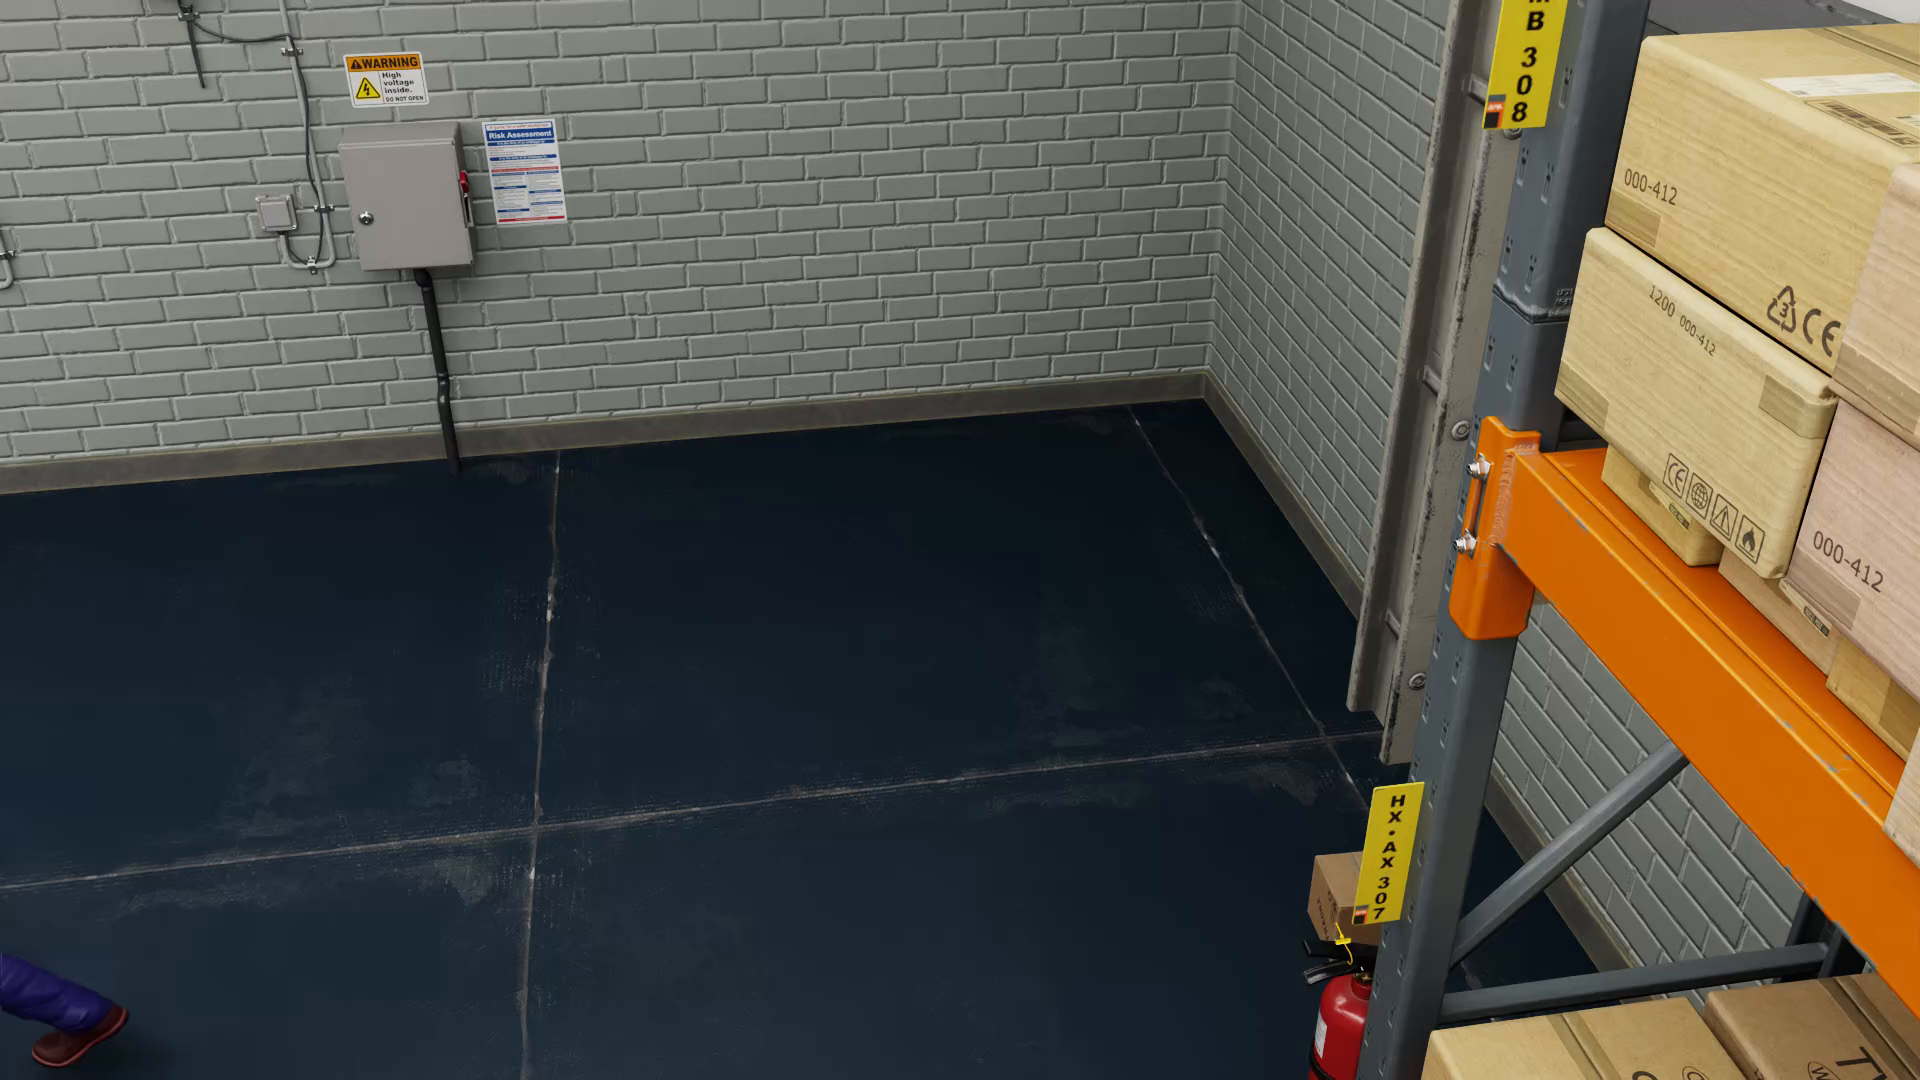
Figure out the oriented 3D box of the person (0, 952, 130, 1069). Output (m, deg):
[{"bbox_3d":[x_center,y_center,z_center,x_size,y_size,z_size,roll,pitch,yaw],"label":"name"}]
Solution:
[{"bbox_3d":[-2.973,0.995,4.488,1.013,1.591,0.464,-6,31,-11],"label":"person"}]
